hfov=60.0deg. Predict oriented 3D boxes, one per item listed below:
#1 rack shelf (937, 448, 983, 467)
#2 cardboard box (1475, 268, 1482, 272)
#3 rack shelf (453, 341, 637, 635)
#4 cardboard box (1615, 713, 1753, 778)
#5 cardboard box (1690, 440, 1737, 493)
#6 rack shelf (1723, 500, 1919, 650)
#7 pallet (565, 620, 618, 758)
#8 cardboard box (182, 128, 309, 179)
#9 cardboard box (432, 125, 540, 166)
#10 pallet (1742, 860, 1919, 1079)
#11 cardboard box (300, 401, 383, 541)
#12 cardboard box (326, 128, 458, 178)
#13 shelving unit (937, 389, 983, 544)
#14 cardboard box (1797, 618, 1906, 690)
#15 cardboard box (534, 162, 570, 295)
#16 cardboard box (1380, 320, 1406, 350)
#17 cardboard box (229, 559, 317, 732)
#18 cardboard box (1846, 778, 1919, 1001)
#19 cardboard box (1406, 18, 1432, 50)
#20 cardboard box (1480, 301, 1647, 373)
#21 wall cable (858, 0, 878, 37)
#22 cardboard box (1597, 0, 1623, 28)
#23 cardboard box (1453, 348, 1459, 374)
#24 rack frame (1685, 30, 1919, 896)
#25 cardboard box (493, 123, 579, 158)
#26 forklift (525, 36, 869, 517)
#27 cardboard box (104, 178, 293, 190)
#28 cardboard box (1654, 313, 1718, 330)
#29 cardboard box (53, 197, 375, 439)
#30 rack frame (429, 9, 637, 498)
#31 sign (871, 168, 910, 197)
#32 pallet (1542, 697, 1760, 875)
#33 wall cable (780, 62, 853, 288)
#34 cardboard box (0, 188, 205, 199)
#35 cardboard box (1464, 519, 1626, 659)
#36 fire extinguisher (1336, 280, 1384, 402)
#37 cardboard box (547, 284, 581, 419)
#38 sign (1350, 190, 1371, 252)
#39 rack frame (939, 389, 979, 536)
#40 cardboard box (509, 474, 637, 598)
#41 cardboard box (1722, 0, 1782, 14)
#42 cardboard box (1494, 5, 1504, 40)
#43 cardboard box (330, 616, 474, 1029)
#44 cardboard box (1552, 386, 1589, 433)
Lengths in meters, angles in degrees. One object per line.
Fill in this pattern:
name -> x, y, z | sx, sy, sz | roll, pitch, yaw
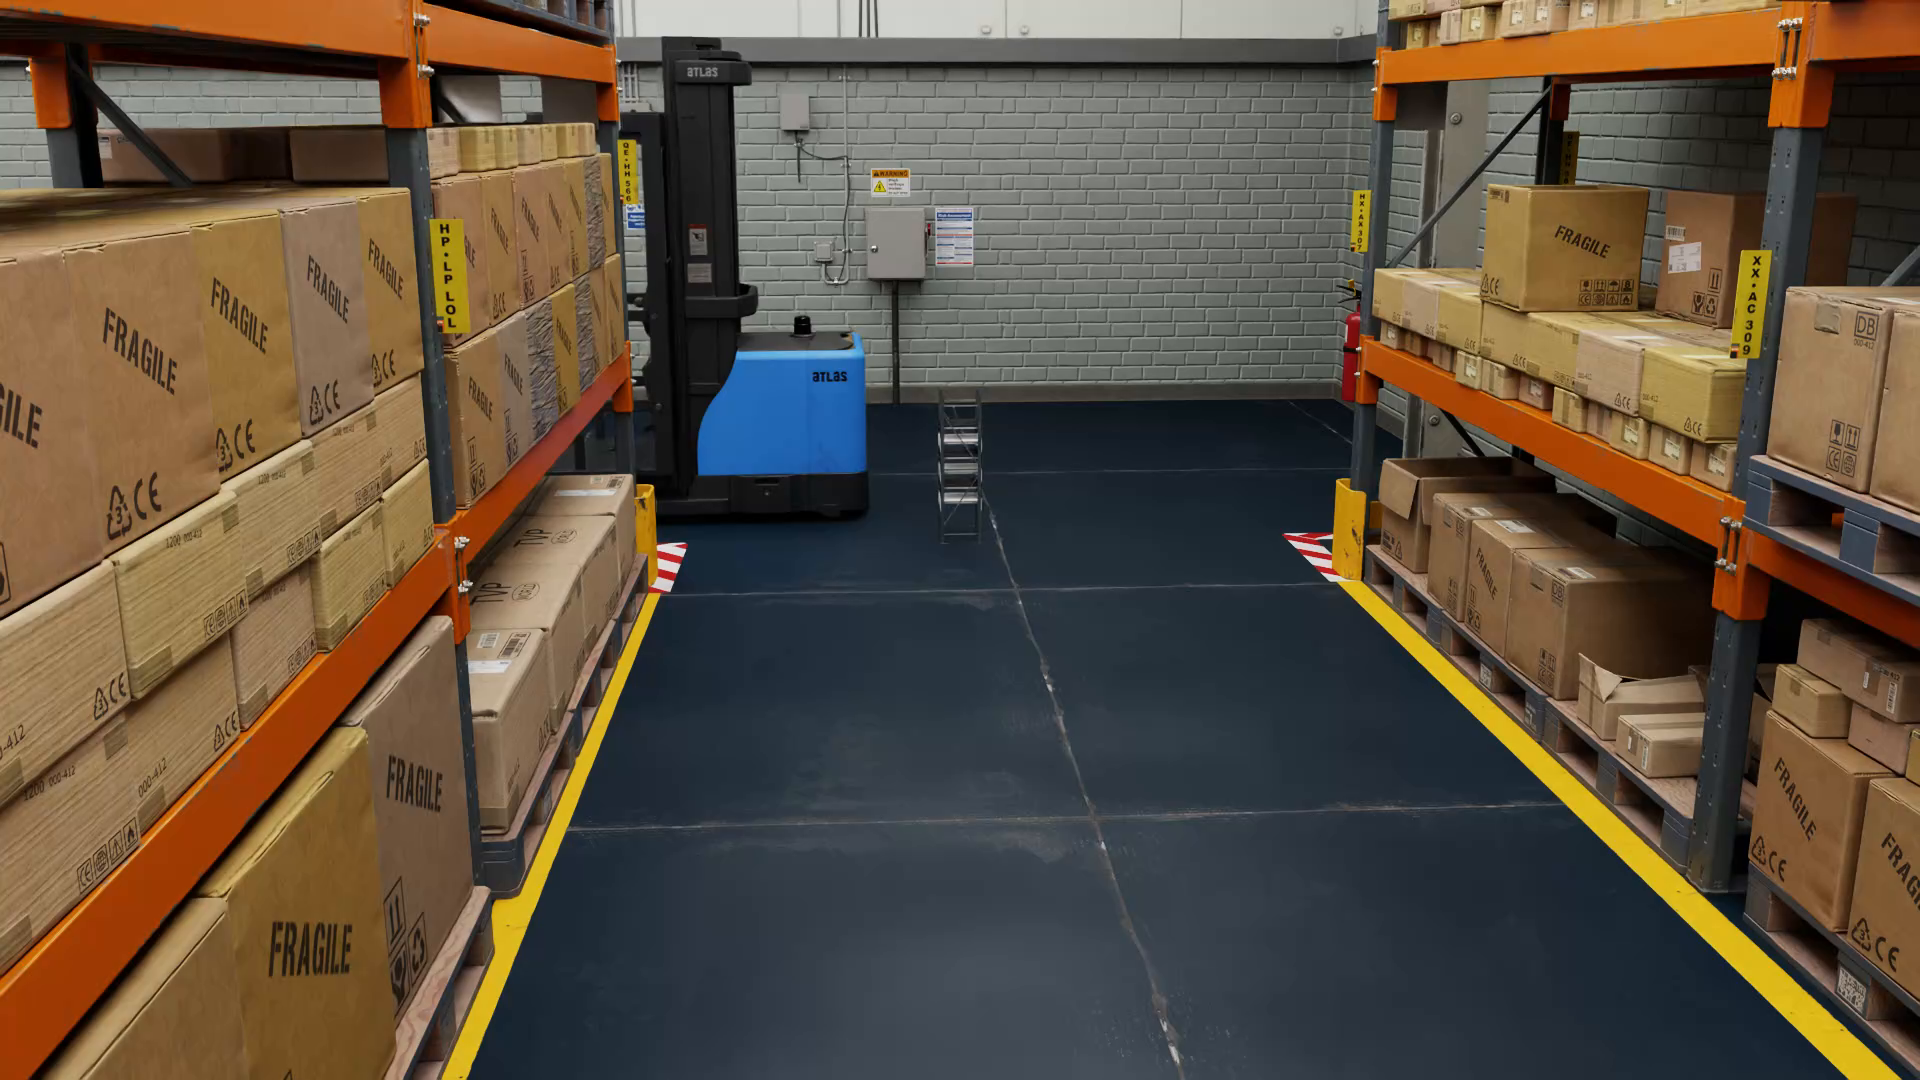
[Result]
rack shelf -> -0.001, -0.493, 9.908 | 0.258, 0.077, 0.200 | -1, 14, -3
cardboard box -> 2.985, -1.260, 8.607 | 0.500, 0.250, 0.500 | 0, 14, -2
rack shelf -> -2.138, -0.375, 6.909 | 1.077, 0.370, 4.000 | -1, 14, -3
cardboard box -> 2.612, 0.739, 6.011 | 0.380, 0.149, 0.250 | -1, 14, -5
cardboard box -> 2.668, -0.258, 5.512 | 0.380, 0.149, 0.250 | -1, 14, -3
rack shelf -> 3.064, 0.542, 3.344 | 1.077, 0.370, 4.000 | -1, 14, -3
pallet -> -2.062, 0.630, 7.155 | 1.003, 0.211, 1.213 | -1, 14, -3
cardboard box -> -2.259, -1.212, 5.208 | 0.380, 0.149, 0.250 | -1, 14, -2
cardboard box -> -1.850, -1.535, 6.462 | 0.380, 0.149, 0.250 | -1, 14, -3
pallet -> 3.028, 1.248, 4.751 | 1.003, 0.211, 1.213 | -1, 14, -3
cardboard box -> -1.706, -0.166, 3.948 | 0.500, 0.250, 0.500 | -1, 14, -2
cardboard box -> -1.807, -1.219, 5.235 | 0.380, 0.149, 0.250 | -1, 14, -3
shelving unit -> -0.001, -0.438, 9.922 | 0.258, 0.900, 0.210 | -1, 14, -3
cardboard box -> 2.757, 0.338, 4.970 | 0.380, 0.149, 0.250 | -1, 14, -4
cardboard box -> -1.876, -1.260, 6.696 | 0.500, 0.500, 0.500 | -1, 14, -4
cardboard box -> 2.439, -1.091, 8.751 | 0.380, 0.149, 0.250 | -1, 14, -4
cardboard box -> -1.692, 0.207, 3.505 | 0.500, 0.250, 0.500 | -1, 14, -5
cardboard box -> 2.788, 0.959, 4.451 | 0.500, 0.500, 0.500 | -1, 14, -4
cardboard box -> 2.480, -2.547, 8.389 | 0.380, 0.149, 0.250 | -1, 14, -2
cardboard box -> 2.570, -0.875, 7.111 | 0.500, 0.250, 0.500 | -1, 14, -5
wall cable -> 0.638, -5.599, 13.655 | 2.988, 3.039, 0.133 | -1, 14, -3
cardboard box -> 2.605, -1.976, 6.169 | 0.380, 0.149, 0.250 | 0, 14, -2
cardboard box -> 2.528, -0.834, 7.751 | 0.380, 0.149, 0.250 | -1, 14, -3
rack frame -> 2.940, -0.304, 5.187 | 1.000, 3.000, 0.127 | -1, 14, -3
cardboard box -> -1.926, -1.793, 7.465 | 0.380, 0.149, 0.250 | -1, 14, -2
forklift -> -2.123, -1.637, 10.505 | 3.031, 2.935, 1.130 | -1, 14, -5
cardboard box -> -2.319, -0.872, 5.188 | 0.500, 0.500, 0.500 | -1, 14, -4
cardboard box -> 3.111, -0.756, 6.647 | 0.500, 0.250, 0.500 | -1, 14, -2
cardboard box -> -1.696, -0.523, 3.832 | 0.500, 0.500, 0.500 | -1, 14, -2
rack frame -> -2.262, -1.221, 8.752 | 1.000, 3.000, 0.127 | -1, 14, -3
sign -> -0.597, -3.070, 14.280 | 0.339, 0.242, 0.001 | -1, 14, -3
pallet -> 2.898, 0.876, 6.199 | 1.003, 0.211, 1.213 | -1, 14, -3
wall cable -> -1.220, -3.140, 14.171 | 0.588, 1.984, 0.122 | -1, 14, -3
cardboard box -> -2.274, -0.645, 4.306 | 0.500, 0.500, 0.500 | -1, 14, -3
cardboard box -> 2.582, 0.208, 7.370 | 0.500, 0.500, 0.500 | -1, 14, -2
fire extinguisher -> 2.222, -1.110, 9.224 | 0.296, 0.674, 0.183 | -1, 14, -3
cardboard box -> -1.865, -0.773, 6.808 | 0.500, 0.500, 0.500 | 0, 14, -2
sign -> 2.150, -1.709, 8.913 | 0.100, 0.325, 0.005 | -1, 14, -3
rack frame -> -0.007, -0.463, 10.020 | 0.240, 0.900, 0.006 | -1, 14, -3
cardboard box -> -2.121, -0.021, 8.387 | 0.875, 0.438, 0.875 | -1, 14, -5
cardboard box -> 2.623, -1.720, 5.175 | 0.380, 0.149, 0.250 | -1, 14, -4
cardboard box -> 2.534, -2.229, 7.153 | 0.380, 0.149, 0.250 | -1, 14, -4
cardboard box -> -1.896, 0.752, 4.504 | 0.875, 0.875, 0.875 | 0, 14, -2
cardboard box -> 2.557, -0.515, 6.512 | 0.380, 0.149, 0.250 | -1, 14, -4
